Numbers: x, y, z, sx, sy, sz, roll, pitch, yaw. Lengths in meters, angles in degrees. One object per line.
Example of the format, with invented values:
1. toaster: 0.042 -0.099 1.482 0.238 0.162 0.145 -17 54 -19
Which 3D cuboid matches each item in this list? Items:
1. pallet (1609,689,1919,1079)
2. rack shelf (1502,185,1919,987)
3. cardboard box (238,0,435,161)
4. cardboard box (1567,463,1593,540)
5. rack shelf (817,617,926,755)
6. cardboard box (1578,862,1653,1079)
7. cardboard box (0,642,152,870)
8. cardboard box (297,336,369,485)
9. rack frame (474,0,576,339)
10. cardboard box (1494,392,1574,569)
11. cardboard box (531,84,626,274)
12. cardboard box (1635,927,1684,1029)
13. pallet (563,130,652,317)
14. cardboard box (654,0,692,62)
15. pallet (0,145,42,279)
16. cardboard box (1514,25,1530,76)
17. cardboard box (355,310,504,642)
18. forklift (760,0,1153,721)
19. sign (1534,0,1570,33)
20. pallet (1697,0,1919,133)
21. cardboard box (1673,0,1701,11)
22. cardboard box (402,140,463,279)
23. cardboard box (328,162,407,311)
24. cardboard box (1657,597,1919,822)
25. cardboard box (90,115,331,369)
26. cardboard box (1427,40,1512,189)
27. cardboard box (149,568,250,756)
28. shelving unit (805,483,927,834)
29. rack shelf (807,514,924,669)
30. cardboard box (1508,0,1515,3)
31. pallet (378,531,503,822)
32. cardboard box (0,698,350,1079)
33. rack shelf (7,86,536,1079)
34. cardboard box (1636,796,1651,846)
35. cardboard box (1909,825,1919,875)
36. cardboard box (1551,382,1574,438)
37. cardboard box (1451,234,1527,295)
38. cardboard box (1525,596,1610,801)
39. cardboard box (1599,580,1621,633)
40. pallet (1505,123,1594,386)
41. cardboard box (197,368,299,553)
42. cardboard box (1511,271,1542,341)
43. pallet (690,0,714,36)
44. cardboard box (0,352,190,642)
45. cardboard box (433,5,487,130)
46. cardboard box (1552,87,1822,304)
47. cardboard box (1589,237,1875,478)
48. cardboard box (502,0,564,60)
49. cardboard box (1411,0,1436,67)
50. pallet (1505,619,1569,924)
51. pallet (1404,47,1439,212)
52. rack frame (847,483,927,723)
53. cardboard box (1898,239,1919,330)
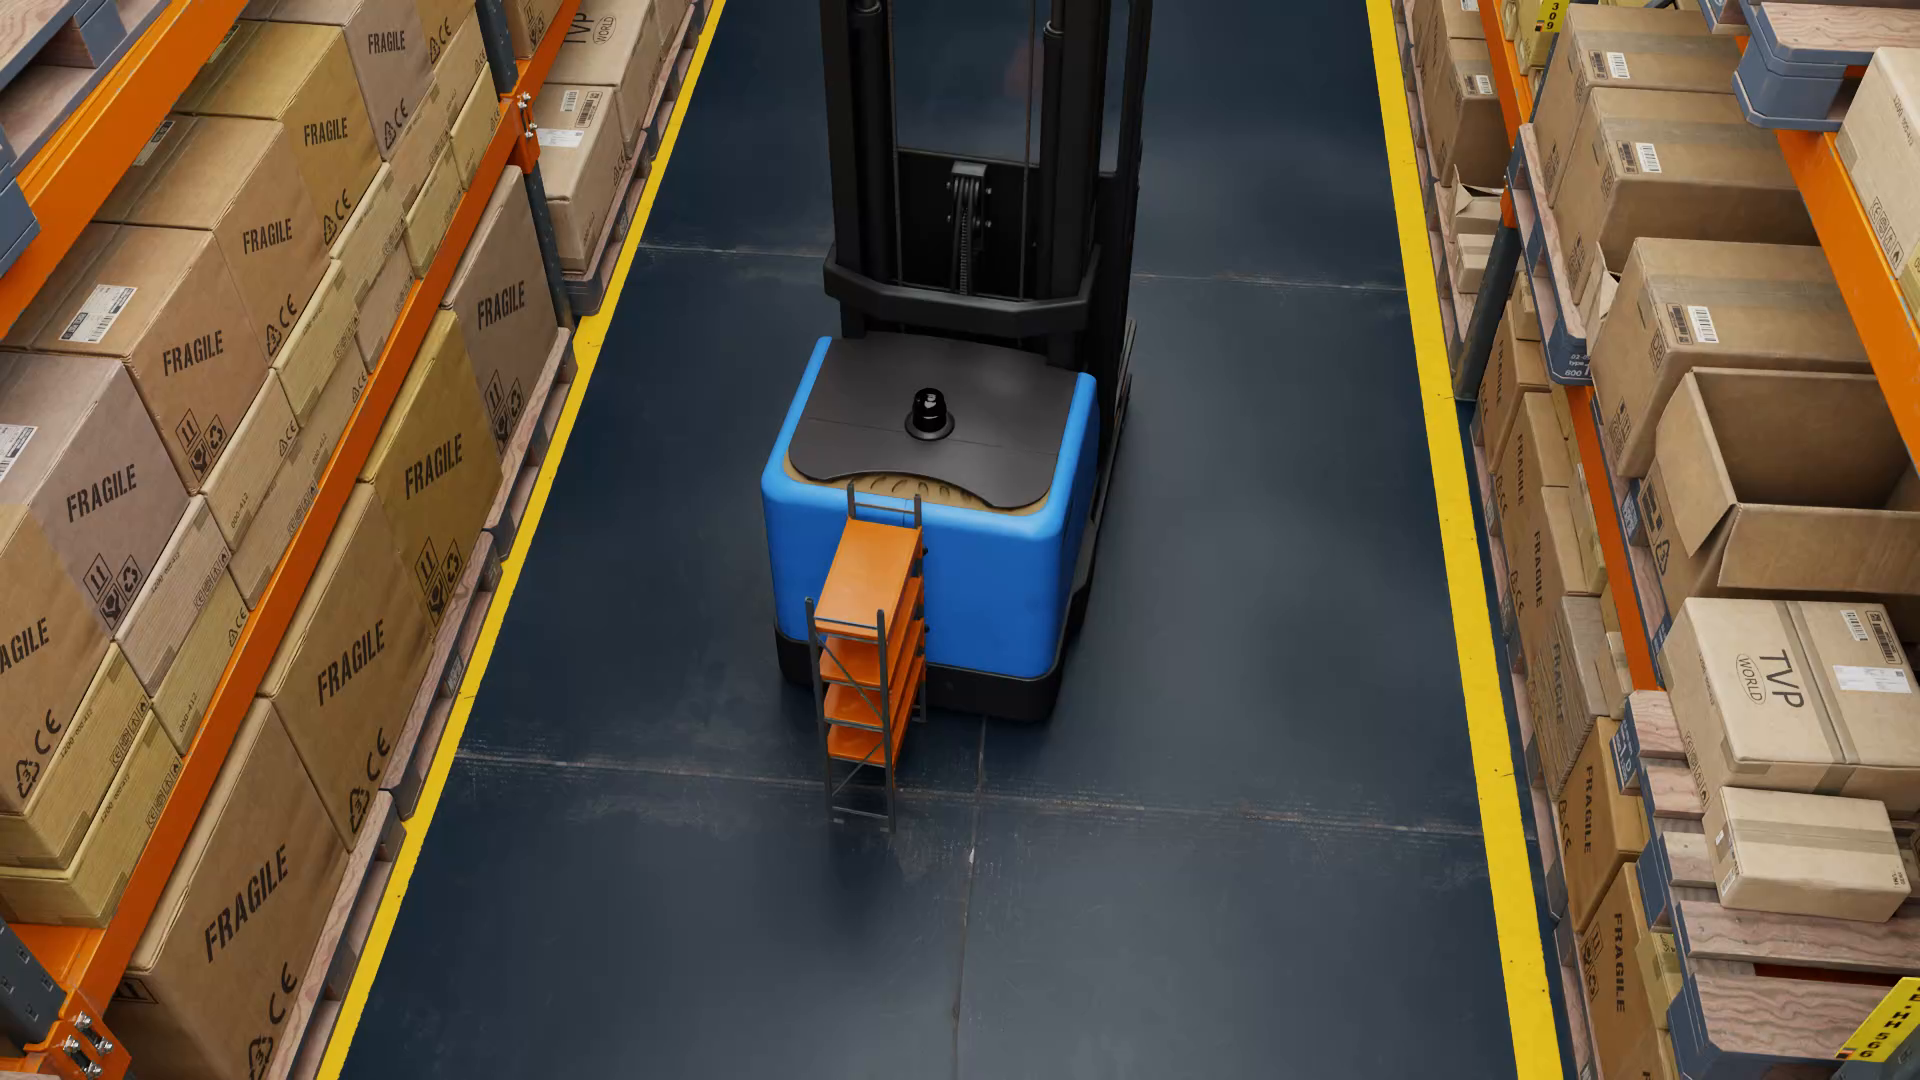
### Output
1. pallet: 2.305 0.868 4.053 1.213 0.211 1.003 4 48 4
2. rack shelf: 2.495 0.079 5.132 1.077 0.370 4.000 4 48 4
3. cardboard box: -2.097 -1.610 5.444 0.500 0.500 0.500 5 48 4
4. cardboard box: 2.348 -0.123 5.800 0.380 0.149 0.250 4 48 3
5. rack shelf: -0.293 0.468 5.600 0.258 0.148 0.480 9 48 8
6. cardboard box: 2.193 1.316 4.923 0.500 0.500 0.500 3 48 3
7. cardboard box: -2.338 0.501 4.022 0.500 0.250 0.500 4 48 3
8. cardboard box: -2.211 -0.444 5.225 0.500 0.250 0.500 4 48 4
9. rack frame: -2.266 -1.964 6.514 1.000 3.000 0.127 4 48 4
10. cardboard box: 2.370 -0.199 6.309 0.500 0.500 0.500 3 48 3
11. cardboard box: -2.102 -1.696 7.720 0.875 0.438 0.875 3 48 3
12. cardboard box: 2.100 1.206 4.584 0.380 0.149 0.250 2 48 2
13. pallet: -2.119 -1.577 8.049 1.003 0.211 1.213 4 48 4
14. cardboard box: -1.937 -3.016 8.927 0.875 0.438 0.875 5 48 5
15. pallet: -2.625 -0.450 3.224 1.213 0.211 1.003 6 48 5
16. cardboard box: 2.457 -1.993 6.710 0.380 0.149 0.250 5 48 5
17. cardboard box: -2.317 -0.264 6.114 0.875 0.875 0.875 5 48 5
18. forklift: 0.131 -1.440 6.081 1.130 2.935 3.031 9 48 8
19. sign: 2.136 -1.956 5.920 0.100 0.325 0.005 4 48 4
20. pallet: 2.457 -1.345 4.042 1.213 0.211 1.003 4 48 4
21. cardboard box: 2.991 -2.029 6.473 0.500 0.250 0.500 3 48 3
22. cardboard box: -2.103 -1.193 5.910 0.500 0.250 0.500 3 48 3
23. cardboard box: -2.144 -0.993 5.389 0.500 0.250 0.500 5 48 4
24. cardboard box: 2.087 0.418 4.152 0.500 0.250 0.500 2 48 2
25. cardboard box: -2.195 -0.857 4.756 0.500 0.500 0.500 5 48 4
26. cardboard box: 2.680 -2.039 7.992 0.700 0.500 0.500 2 48 2
27. cardboard box: -2.306 0.304 4.540 0.500 0.250 0.500 3 48 2
28. shelving unit: -0.293 0.423 5.550 0.258 1.200 0.503 9 48 8
29. rack shelf: -0.293 0.158 5.260 0.258 0.148 0.480 9 48 8
30. cardboard box: 2.512 -2.443 6.852 0.500 0.250 0.500 4 48 4
31. pallet: -2.370 0.448 6.197 1.003 0.211 1.213 4 48 4
32. cardboard box: -2.485 1.048 4.914 0.875 0.875 0.875 3 48 3
33. rack shelf: -2.448 -0.252 5.435 1.077 0.370 4.000 4 48 4
34. cardboard box: 2.237 0.825 4.933 0.380 0.149 0.250 5 48 5
35. cardboard box: 2.515 0.763 3.667 0.500 0.500 0.500 6 48 5
36. cardboard box: 2.419 -0.506 6.150 0.380 0.149 0.250 2 48 2
37. cardboard box: 2.436 -1.242 7.501 0.380 0.149 0.250 3 48 2
38. cardboard box: 2.267 0.548 5.625 0.500 0.500 0.500 2 48 2
39. cardboard box: 2.327 0.259 5.450 0.380 0.149 0.250 4 48 4
40. pallet: 2.496 -0.989 5.752 1.003 0.211 1.213 4 48 4
41. cardboard box: -2.233 -0.244 4.703 0.500 0.250 0.500 4 48 3
42. cardboard box: 2.380 -0.905 6.514 0.380 0.149 0.250 6 48 5
43. pallet: -1.896 -3.370 9.689 1.003 0.211 1.213 4 48 4
44. cardboard box: -2.307 -0.107 4.070 0.500 0.500 0.500 4 48 4
45. cardboard box: -2.064 -1.742 6.073 0.500 0.250 0.500 4 48 3
46. cardboard box: 2.363 -1.088 5.360 0.700 0.500 0.500 4 48 4
47. cardboard box: 2.292 -0.511 4.832 0.700 0.500 0.500 4 48 3
48. cardboard box: -1.963 -2.325 6.776 0.500 0.500 0.500 5 48 5
49. cardboard box: 2.775 -2.802 8.689 0.700 0.500 0.500 6 48 5
50. pallet: 2.532 0.807 5.869 1.003 0.211 1.213 4 48 4
51. pallet: 2.849 -2.096 8.524 1.003 0.211 1.213 4 48 4
52. rack frame: -0.242 0.247 5.711 0.240 1.200 0.015 9 48 8
53. cardboard box: 2.163 -0.419 3.169 0.500 0.250 0.500 4 48 4
